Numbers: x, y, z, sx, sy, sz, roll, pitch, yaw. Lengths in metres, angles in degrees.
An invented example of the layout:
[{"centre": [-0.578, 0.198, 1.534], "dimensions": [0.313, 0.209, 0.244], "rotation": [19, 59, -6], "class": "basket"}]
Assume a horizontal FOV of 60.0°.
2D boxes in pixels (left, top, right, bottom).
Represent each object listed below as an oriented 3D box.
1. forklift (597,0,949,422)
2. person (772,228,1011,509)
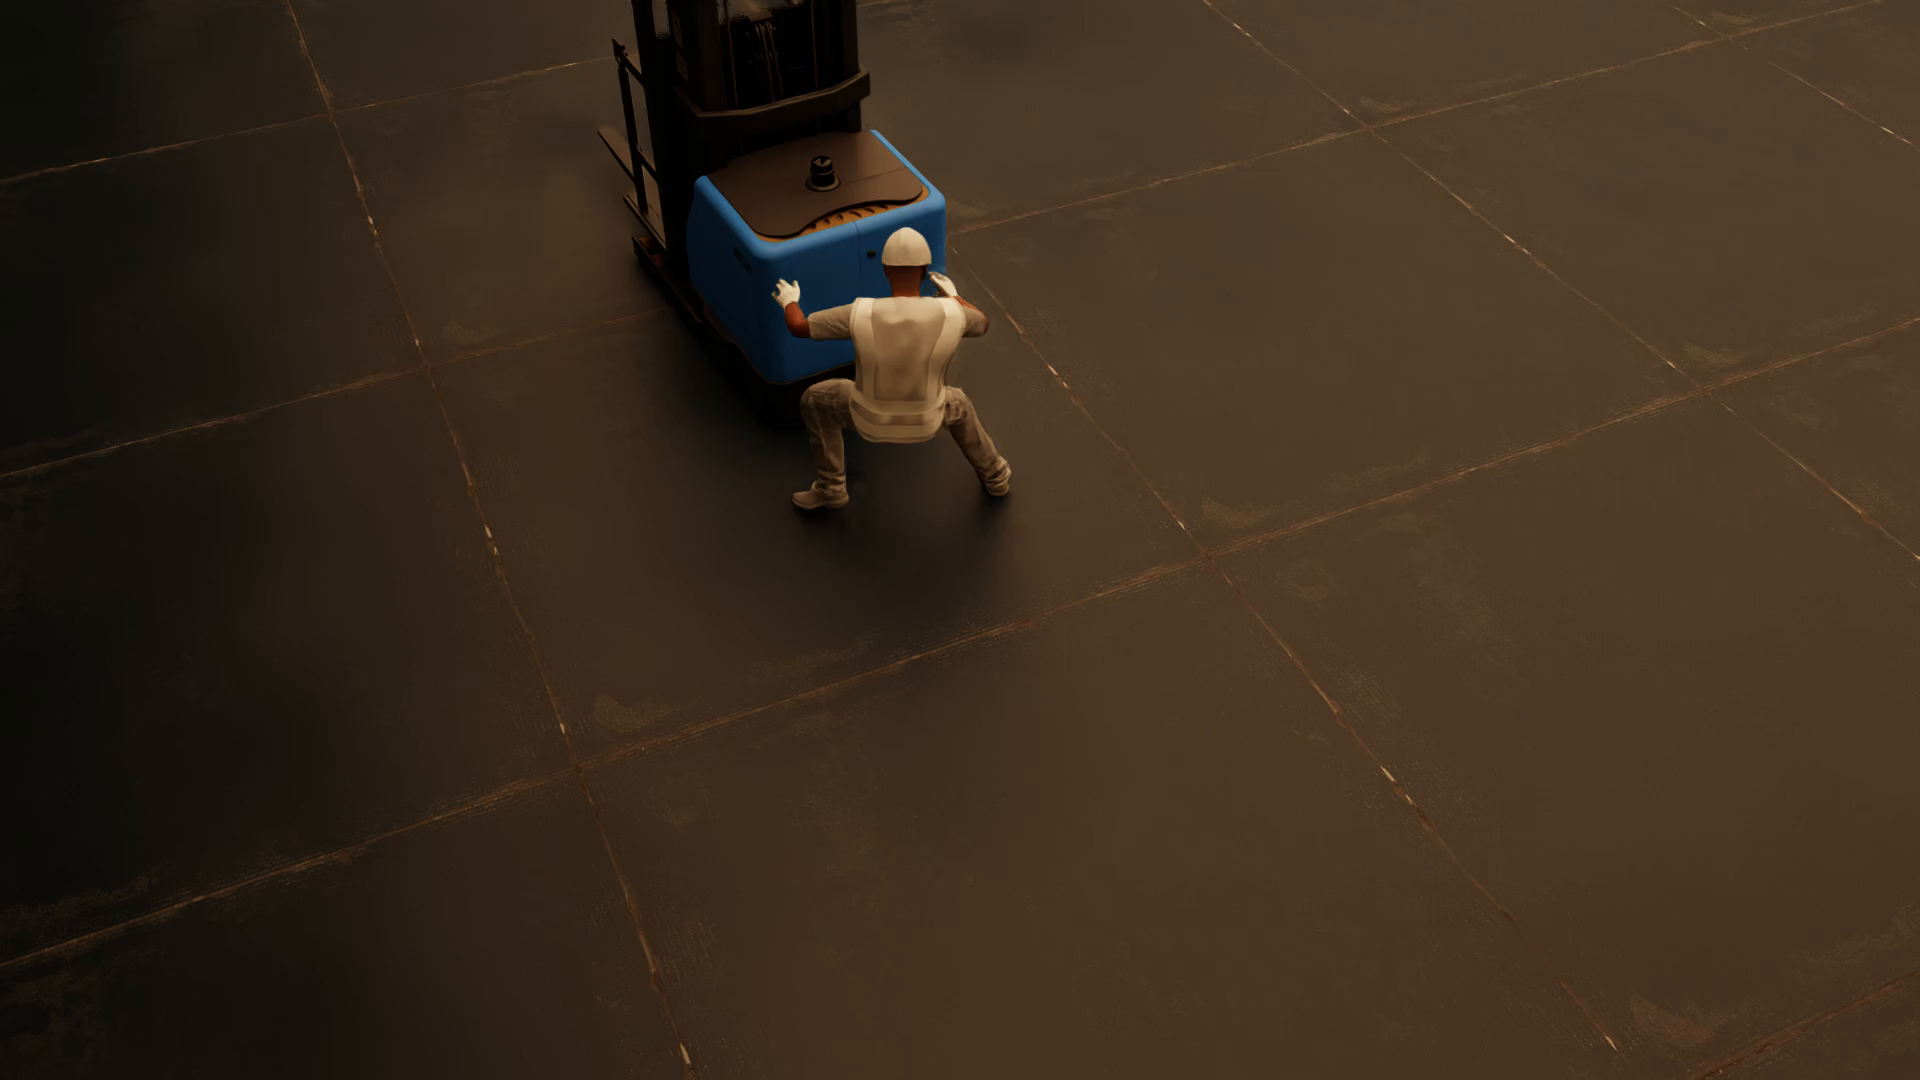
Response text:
[{"centre": [-1.205, -2.660, 8.530], "dimensions": [1.130, 2.935, 3.031], "rotation": [-21, 47, -21], "class": "forklift"}, {"centre": [-0.290, -0.769, 7.523], "dimensions": [1.082, 1.547, 0.761], "rotation": [-2, 43, -3], "class": "person"}]
